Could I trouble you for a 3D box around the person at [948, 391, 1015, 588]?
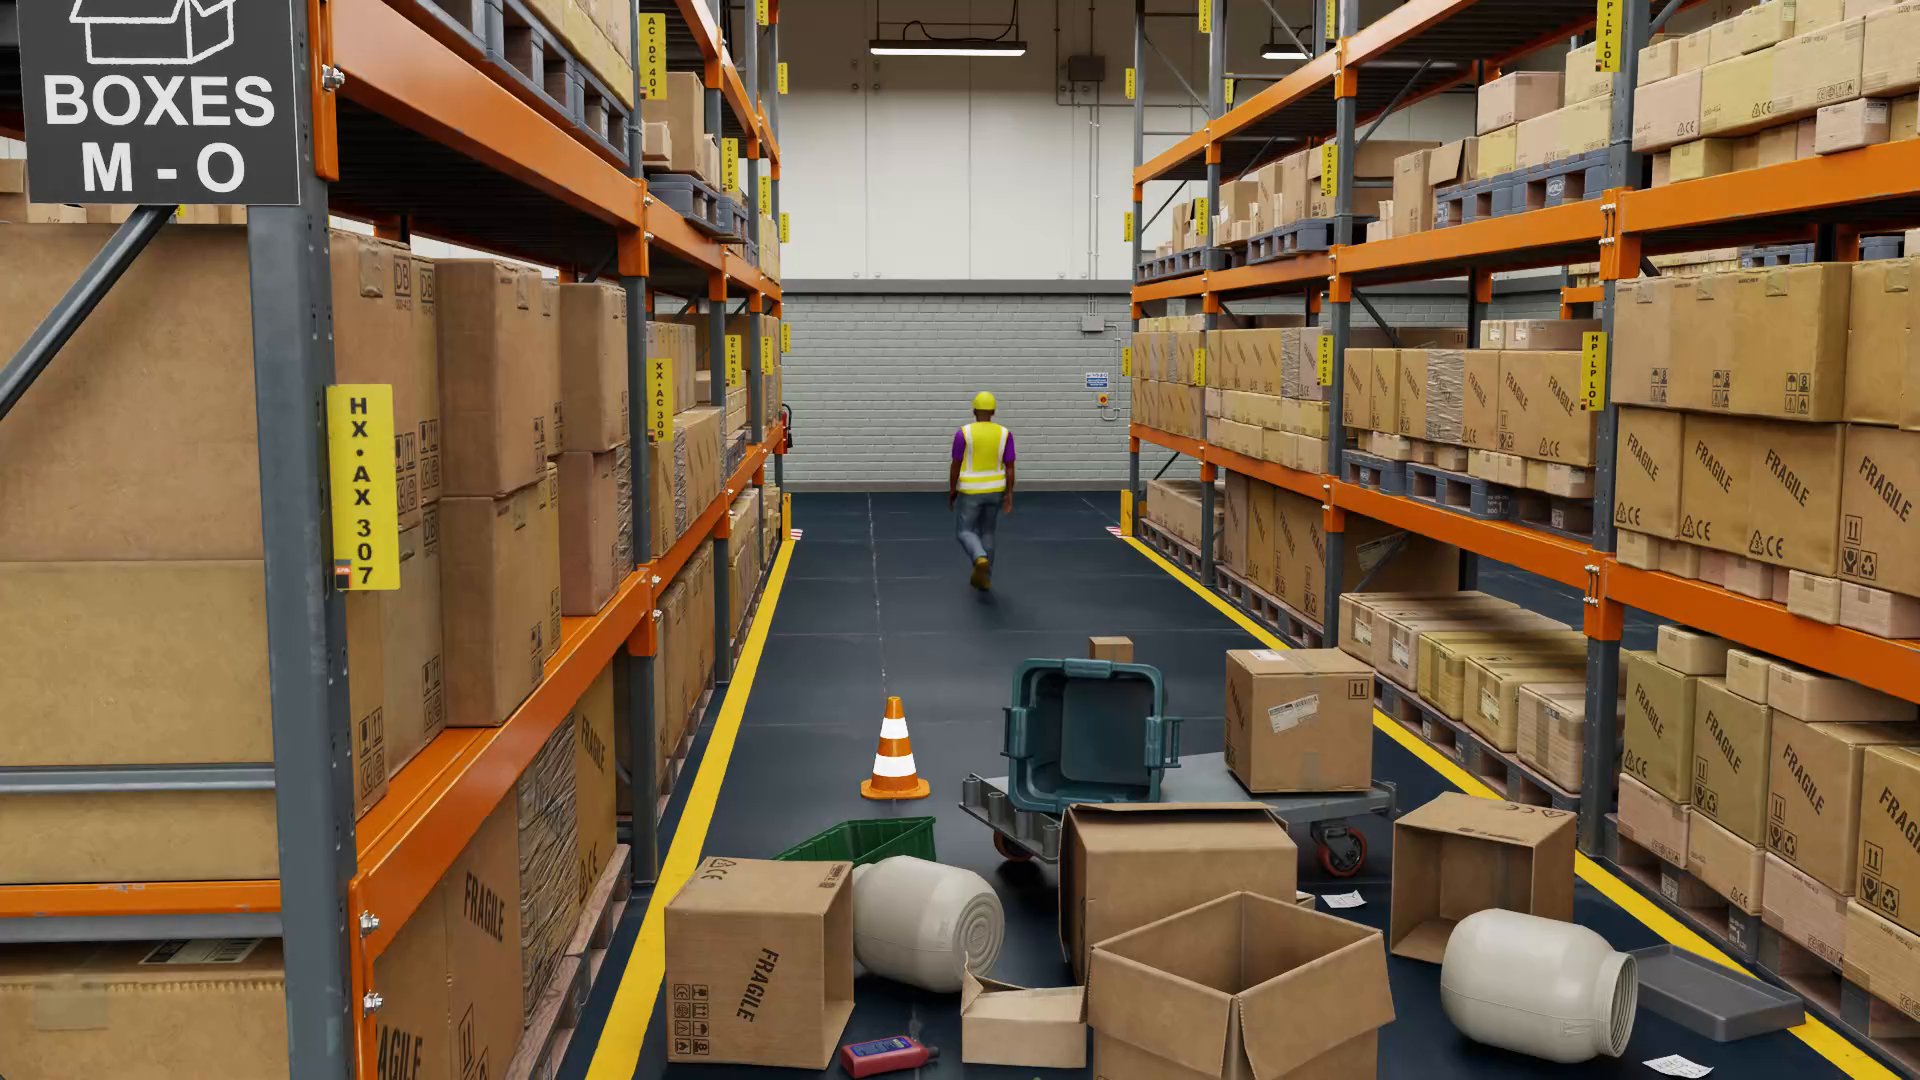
[{"bbox_3d":[0.195,-0.425,14.574,0.563,1.747,0.762,-2,7,-18],"label":"person"}]
